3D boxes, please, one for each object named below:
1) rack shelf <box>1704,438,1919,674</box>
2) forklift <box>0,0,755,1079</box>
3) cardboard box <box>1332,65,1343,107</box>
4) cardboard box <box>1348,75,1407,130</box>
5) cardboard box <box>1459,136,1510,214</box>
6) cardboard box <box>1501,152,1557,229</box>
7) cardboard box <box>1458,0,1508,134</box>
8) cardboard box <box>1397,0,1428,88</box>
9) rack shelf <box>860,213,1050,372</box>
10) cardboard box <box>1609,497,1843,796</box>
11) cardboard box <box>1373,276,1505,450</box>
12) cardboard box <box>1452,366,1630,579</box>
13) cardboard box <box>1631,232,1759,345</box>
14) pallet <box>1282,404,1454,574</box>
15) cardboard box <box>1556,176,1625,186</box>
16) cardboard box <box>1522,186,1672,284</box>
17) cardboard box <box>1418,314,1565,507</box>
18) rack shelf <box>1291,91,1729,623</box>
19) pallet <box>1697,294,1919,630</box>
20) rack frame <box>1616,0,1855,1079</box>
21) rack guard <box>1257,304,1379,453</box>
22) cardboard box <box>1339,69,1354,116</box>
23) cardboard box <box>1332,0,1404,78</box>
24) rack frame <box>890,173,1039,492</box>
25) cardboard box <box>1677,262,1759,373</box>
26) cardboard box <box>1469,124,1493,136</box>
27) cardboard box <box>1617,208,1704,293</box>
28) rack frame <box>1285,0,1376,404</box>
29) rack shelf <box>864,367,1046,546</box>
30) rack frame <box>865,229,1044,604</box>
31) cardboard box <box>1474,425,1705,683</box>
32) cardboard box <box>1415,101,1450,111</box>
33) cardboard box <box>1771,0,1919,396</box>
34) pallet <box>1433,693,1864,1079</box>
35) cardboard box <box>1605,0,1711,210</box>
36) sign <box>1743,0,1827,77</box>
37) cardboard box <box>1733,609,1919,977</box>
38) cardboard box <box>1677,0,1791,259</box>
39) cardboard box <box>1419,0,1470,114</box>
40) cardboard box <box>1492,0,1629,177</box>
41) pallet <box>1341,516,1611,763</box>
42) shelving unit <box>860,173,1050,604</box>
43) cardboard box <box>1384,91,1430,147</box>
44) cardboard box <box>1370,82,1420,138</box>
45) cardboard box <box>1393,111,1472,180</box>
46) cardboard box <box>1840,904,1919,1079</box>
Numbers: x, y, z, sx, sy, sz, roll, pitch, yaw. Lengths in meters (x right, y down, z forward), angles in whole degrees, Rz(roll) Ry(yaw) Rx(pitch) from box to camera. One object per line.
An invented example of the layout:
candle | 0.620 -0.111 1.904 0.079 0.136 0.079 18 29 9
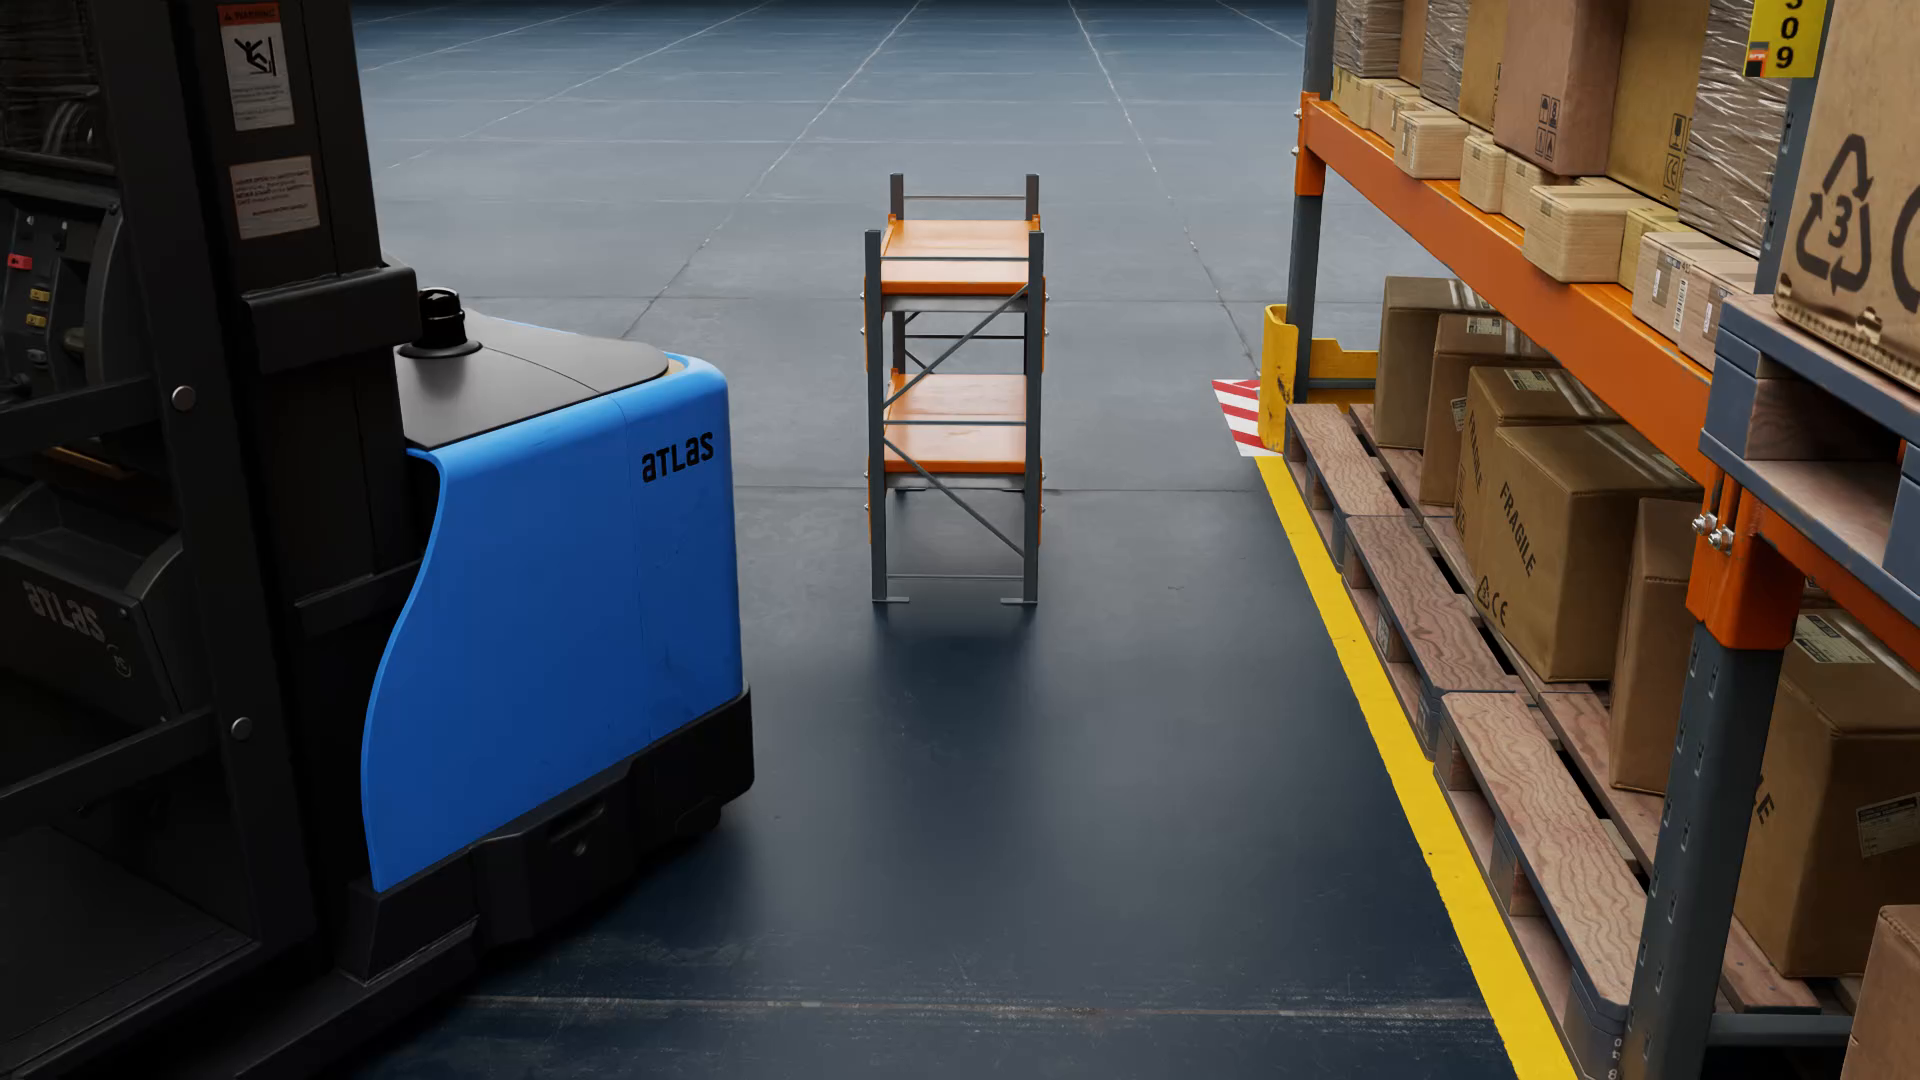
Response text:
rack shelf | 1.591 0.688 0.604 1.077 0.370 4.000 1 21 2
forklift | -1.731 -0.405 2.521 1.130 2.935 3.031 14 25 32
cardboard box | 1.527 -1.599 5.851 0.380 0.149 0.250 1 21 2
cardboard box | 1.477 -1.419 5.386 0.380 0.149 0.250 1 21 2
cardboard box | 1.425 -0.877 3.989 0.380 0.149 0.250 1 21 2
cardboard box | 1.452 -0.786 3.755 0.380 0.149 0.250 1 21 2
cardboard box | 1.749 -1.261 4.082 0.875 0.500 0.500 1 21 2
cardboard box | 1.834 -1.622 5.012 0.875 0.500 0.500 1 21 2
rack shelf | 0.000 -0.795 5.213 0.538 0.278 1.000 1 21 2
cardboard box | 1.714 0.248 3.619 0.500 0.500 0.500 8 22 19
cardboard box | 1.738 -0.622 5.860 0.500 0.500 0.500 5 22 12
cardboard box | 1.716 -0.179 4.719 0.500 0.500 0.500 3 21 7
cardboard box | 1.382 -0.425 2.824 0.380 0.149 0.250 1 21 2
pallet | 1.711 -0.196 5.742 1.003 0.211 1.213 1 21 2
cardboard box | 1.485 -0.695 3.521 0.380 0.149 0.250 1 21 2
cardboard box | 1.346 -0.606 3.292 0.380 0.149 0.250 1 21 2
cardboard box | 1.754 -0.405 5.302 0.500 0.500 0.500 6 22 16
rack shelf | 1.713 -0.758 4.331 1.077 0.370 4.000 1 21 2
pallet | 1.483 -0.006 1.664 1.003 0.211 1.213 1 21 2
rack frame | 1.649 -0.371 2.337 0.949 2.616 0.053 1 21 2
rack guard | 1.771 -0.624 6.446 1.175 0.500 0.348 1 21 2
cardboard box | 1.500 -1.509 5.619 0.380 0.149 0.250 1 21 2
cardboard box | 1.729 -1.804 5.481 0.875 0.500 0.500 1 21 2
rack frame | 0.015 -0.706 5.793 0.500 1.125 0.032 1 21 2
cardboard box | 1.365 -0.334 2.592 0.380 0.149 0.250 1 21 2
cardboard box | 1.509 -0.966 4.220 0.380 0.149 0.250 1 21 2
cardboard box | 1.449 -0.514 3.055 0.380 0.149 0.250 1 21 2
rack frame | 1.774 -1.817 6.065 1.000 3.000 0.127 1 21 2
rack shelf | 0.000 -0.294 5.408 0.538 0.278 1.000 1 21 2
rack frame | -0.016 -0.338 4.845 0.500 1.125 0.032 1 21 2
cardboard box | 1.654 0.022 4.200 0.500 0.500 0.500 -1 21 -3
cardboard box | 1.495 -1.147 4.686 0.380 0.149 0.250 1 21 2
cardboard box | 1.488 -0.560 1.417 1.000 1.000 1.000 1 21 2
pallet | 1.637 0.686 3.469 1.003 0.211 1.213 1 21 2
cardboard box | 1.778 -0.898 3.148 0.875 0.500 0.500 1 21 2
sign | 1.109 -0.777 2.189 0.100 0.325 0.005 1 21 2
cardboard box | 1.704 0.455 3.085 0.500 0.500 0.500 0 21 0
cardboard box | 1.727 -0.718 2.683 0.875 0.500 0.500 1 21 2
cardboard box | 1.776 -1.441 4.547 0.875 0.500 0.500 1 21 2
cardboard box | 1.692 -1.080 3.617 0.875 0.500 0.500 1 21 2
pallet | 1.671 0.244 4.608 1.003 0.211 1.213 1 21 2
shelving unit | 0.000 -0.522 5.319 0.538 1.125 1.048 1 21 2
cardboard box | 1.476 -1.238 4.920 0.380 0.149 0.250 1 21 2
cardboard box | 1.490 -1.328 5.153 0.380 0.149 0.250 1 21 2
cardboard box | 1.384 -1.058 4.456 0.380 0.149 0.250 1 21 2
cardboard box | 1.612 0.811 2.138 0.700 0.500 0.500 -1 21 -3
